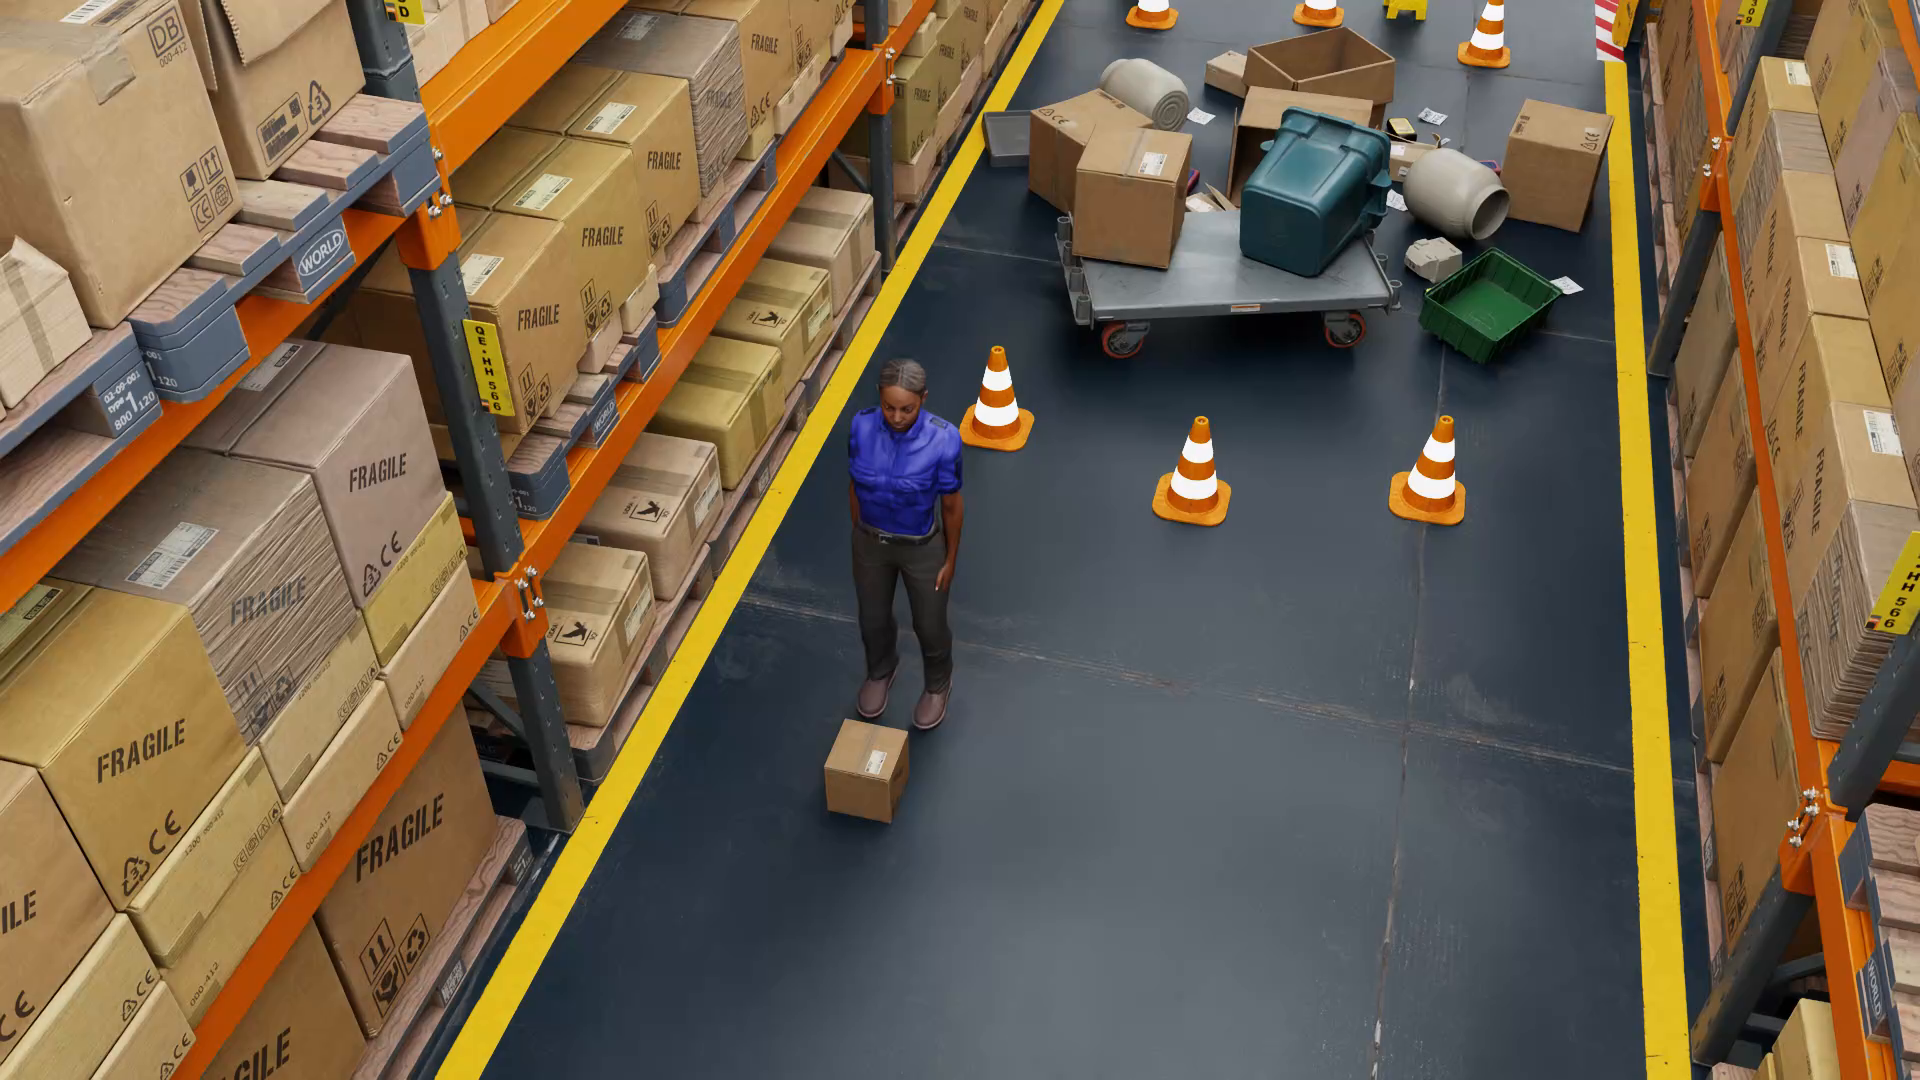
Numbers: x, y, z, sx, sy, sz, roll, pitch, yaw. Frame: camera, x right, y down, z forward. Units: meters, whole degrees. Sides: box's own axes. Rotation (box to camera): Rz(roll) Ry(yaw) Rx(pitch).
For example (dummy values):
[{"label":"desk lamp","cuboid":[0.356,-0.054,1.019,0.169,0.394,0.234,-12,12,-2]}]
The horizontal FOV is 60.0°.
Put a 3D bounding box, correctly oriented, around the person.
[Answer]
[{"label":"person","cuboid":[-0.201,0.025,6.138,0.437,1.656,0.299,11,42,12]}]
